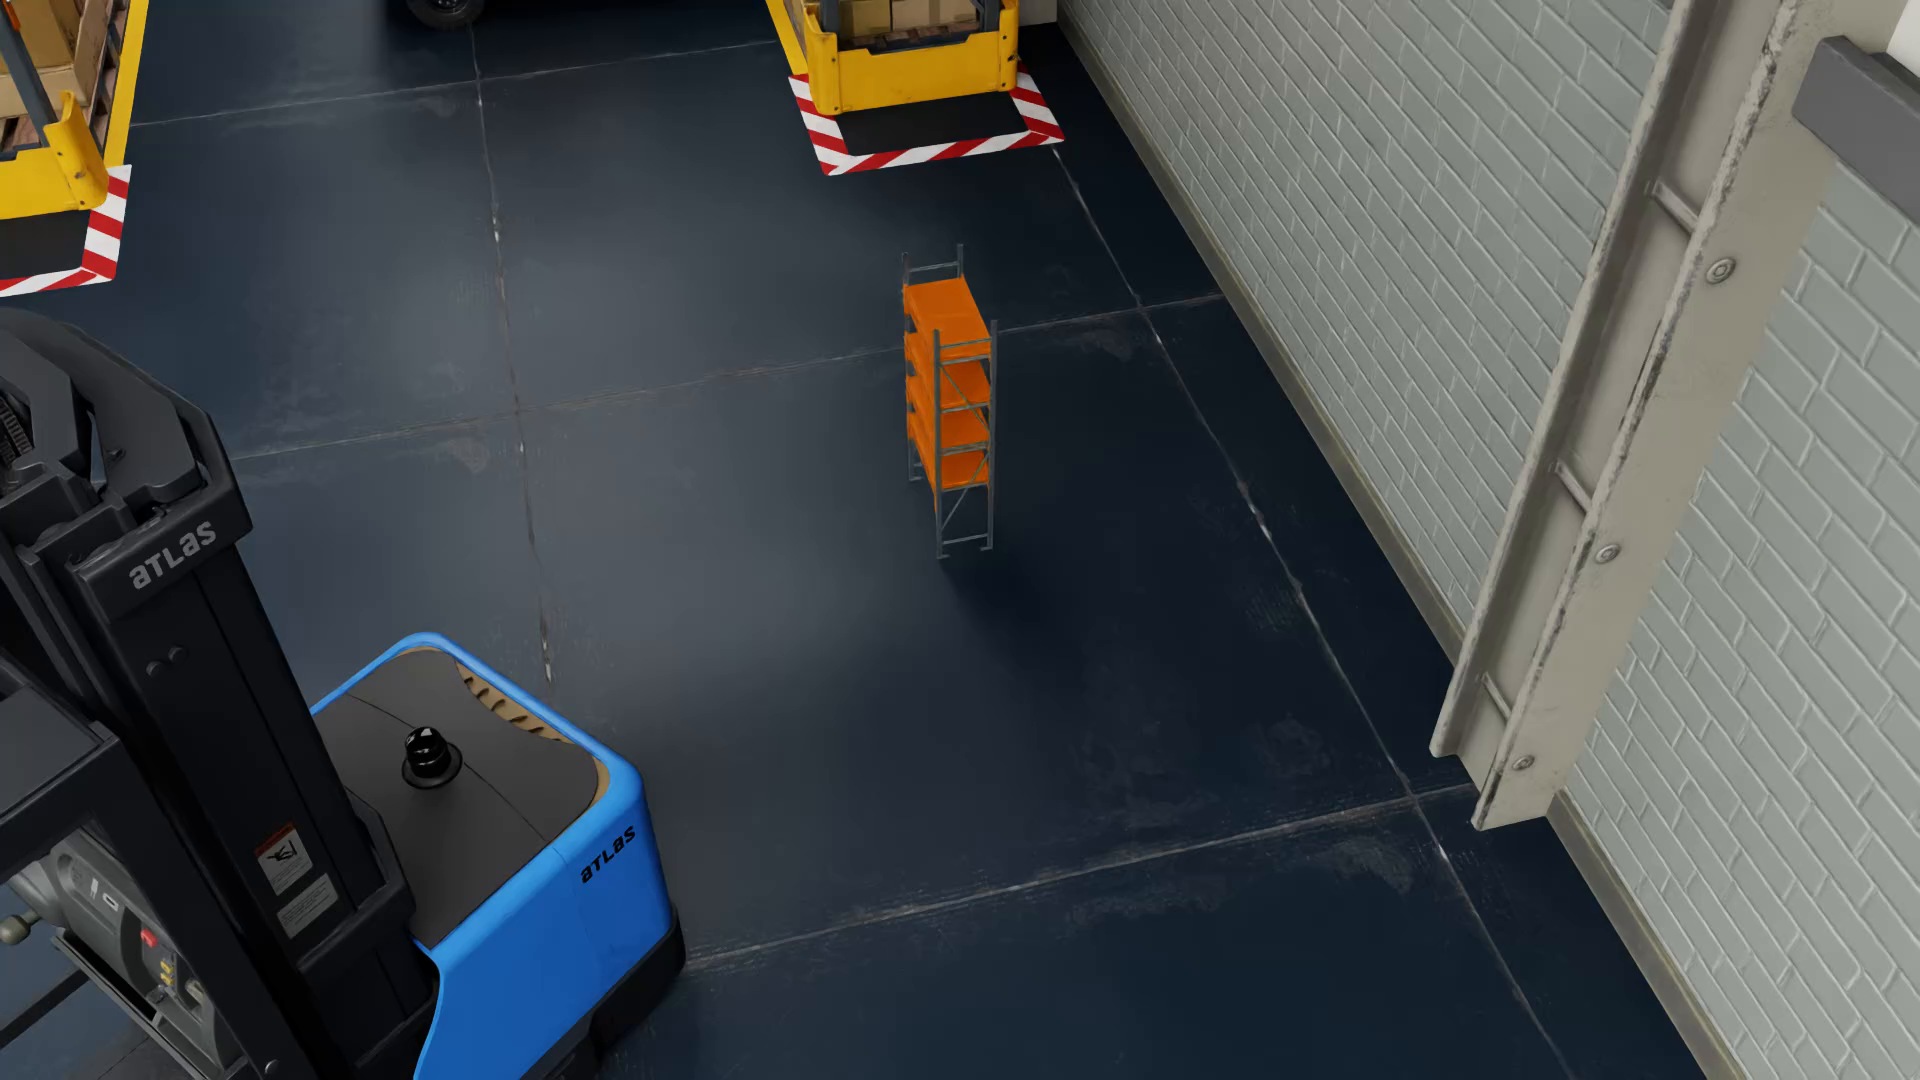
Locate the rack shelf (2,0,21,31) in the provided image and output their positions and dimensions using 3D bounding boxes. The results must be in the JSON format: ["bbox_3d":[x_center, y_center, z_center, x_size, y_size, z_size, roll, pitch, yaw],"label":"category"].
[{"bbox_3d":[-5.582,-3.884,9.210,1.077,0.370,4.000,-11,47,-10],"label":"rack shelf"}]

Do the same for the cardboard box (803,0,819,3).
[{"bbox_3d":[-0.700,-3.303,9.419,0.500,0.250,0.500,-11,47,-11],"label":"cardboard box"}]

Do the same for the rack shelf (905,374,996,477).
[{"bbox_3d":[-0.042,-0.487,6.732,0.258,0.148,0.480,-11,47,-10],"label":"rack shelf"}]

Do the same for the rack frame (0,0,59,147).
[{"bbox_3d":[-5.070,-2.755,7.600,1.000,3.000,0.127,-11,47,-10],"label":"rack frame"}]

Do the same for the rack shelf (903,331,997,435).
[{"bbox_3d":[-0.042,-0.644,6.572,0.258,0.148,0.480,-11,47,-10],"label":"rack shelf"}]

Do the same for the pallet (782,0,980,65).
[{"bbox_3d":[-0.509,-3.209,9.998,1.003,0.211,1.213,-11,47,-10],"label":"pallet"}]

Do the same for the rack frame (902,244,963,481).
[{"bbox_3d":[-0.105,-0.703,6.849,0.240,1.200,0.015,-11,47,-10],"label":"rack frame"}]

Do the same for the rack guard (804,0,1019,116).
[{"bbox_3d":[-0.267,-2.773,9.369,1.175,0.500,0.348,-11,47,-10],"label":"rack guard"}]

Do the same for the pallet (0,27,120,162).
[{"bbox_3d":[-5.264,-2.399,9.204,1.003,0.211,1.213,-11,47,-10],"label":"pallet"}]

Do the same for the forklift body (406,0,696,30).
[{"bbox_3d":[-2.522,-4.343,9.751,2.313,2.155,1.214,-11,47,-10],"label":"forklift body"}]

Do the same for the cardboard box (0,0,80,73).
[{"bbox_3d":[-5.016,-2.826,8.776,0.500,0.500,0.500,-12,47,-12],"label":"cardboard box"}]

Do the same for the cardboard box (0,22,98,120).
[{"bbox_3d":[-5.010,-2.547,9.028,0.500,0.250,0.500,-11,47,-11],"label":"cardboard box"}]

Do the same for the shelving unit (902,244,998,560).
[{"bbox_3d":[-0.042,-0.534,6.684,0.258,1.200,0.503,-11,47,-10],"label":"shelving unit"}]

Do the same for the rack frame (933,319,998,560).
[{"bbox_3d":[0.020,-0.366,6.519,0.240,1.200,0.015,-11,47,-10],"label":"rack frame"}]

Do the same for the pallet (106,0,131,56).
[{"bbox_3d":[-5.572,-3.239,10.027,1.003,0.211,1.213,-11,47,-10],"label":"pallet"}]

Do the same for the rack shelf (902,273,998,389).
[{"bbox_3d":[-0.042,-0.809,6.404,0.258,0.148,0.480,-11,47,-10],"label":"rack shelf"}]

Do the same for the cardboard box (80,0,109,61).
[{"bbox_3d":[-5.133,-2.901,9.374,0.500,0.250,0.500,-9,46,-9],"label":"cardboard box"}]

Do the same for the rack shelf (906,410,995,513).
[{"bbox_3d":[-0.042,-0.348,6.874,0.258,0.148,0.480,-11,47,-10],"label":"rack shelf"}]

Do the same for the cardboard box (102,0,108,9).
[{"bbox_3d":[-5.285,-3.275,9.741,0.500,0.250,0.500,-8,46,-8],"label":"cardboard box"}]

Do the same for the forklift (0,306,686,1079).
[{"bbox_3d":[-2.206,1.034,3.936,1.130,2.935,3.031,29,52,25],"label":"forklift"}]

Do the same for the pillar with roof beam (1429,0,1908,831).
[{"bbox_3d":[-2.206,-1.481,2.151,9.100,9.000,0.400,-11,47,-10],"label":"pillar with roof beam"}]

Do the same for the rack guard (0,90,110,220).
[{"bbox_3d":[-5.090,-1.932,8.544,1.175,0.500,0.348,-11,47,-10],"label":"rack guard"}]

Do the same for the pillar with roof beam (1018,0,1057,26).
[{"bbox_3d":[-3.742,-5.623,6.211,9.100,9.000,0.400,-11,47,-10],"label":"pillar with roof beam"}]

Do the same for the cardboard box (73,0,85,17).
[{"bbox_3d":[-5.154,-3.186,9.129,0.500,0.500,0.500,-12,47,-12],"label":"cardboard box"}]

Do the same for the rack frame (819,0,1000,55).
[{"bbox_3d":[-0.273,-3.665,8.492,1.000,3.000,0.127,-11,47,-10],"label":"rack frame"}]

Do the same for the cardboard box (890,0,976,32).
[{"bbox_3d":[-0.210,-3.224,9.692,0.500,0.250,0.500,-11,47,-10],"label":"cardboard box"}]

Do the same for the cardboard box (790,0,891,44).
[{"bbox_3d":[-0.699,-3.116,9.585,0.500,0.250,0.500,-10,46,-10],"label":"cardboard box"}]
